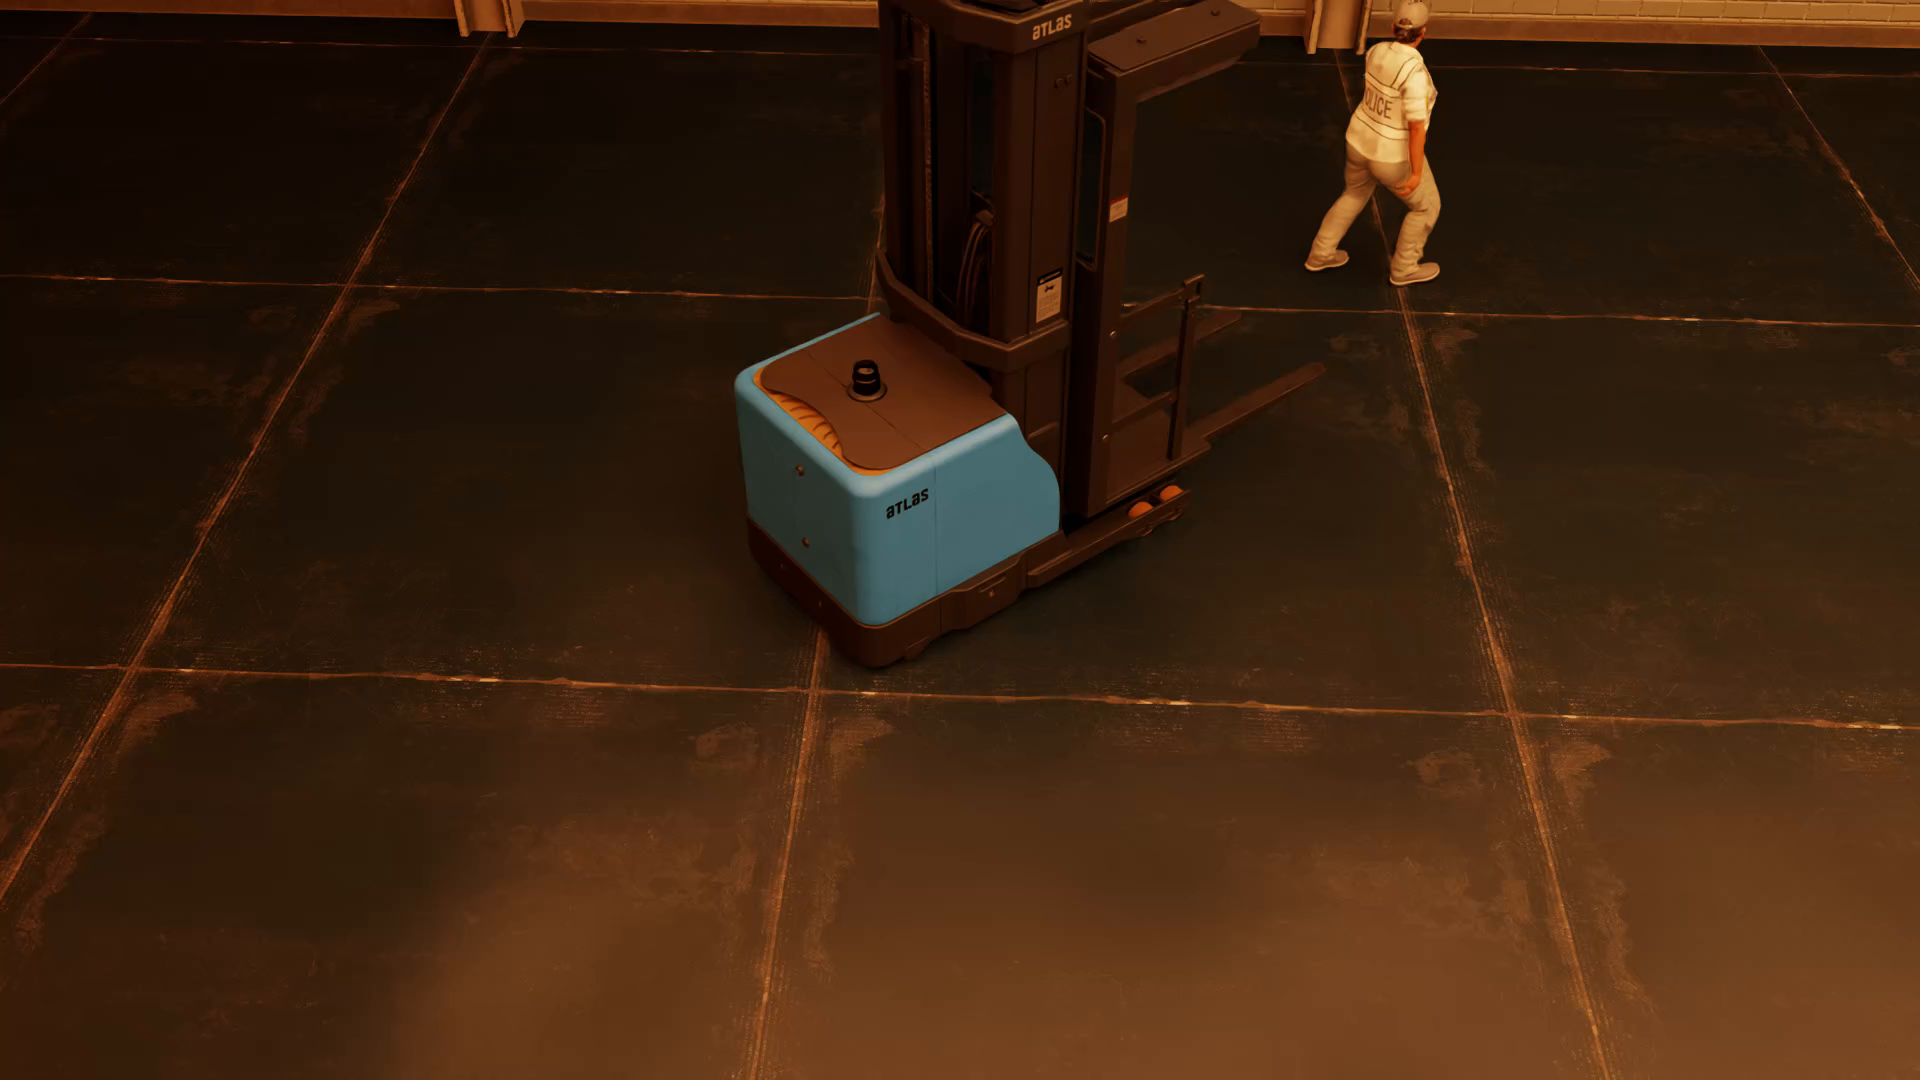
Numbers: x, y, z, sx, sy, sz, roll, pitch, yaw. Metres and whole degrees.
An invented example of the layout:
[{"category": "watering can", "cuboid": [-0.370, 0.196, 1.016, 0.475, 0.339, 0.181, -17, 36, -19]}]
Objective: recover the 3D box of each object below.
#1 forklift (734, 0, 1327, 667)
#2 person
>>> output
[{"category": "forklift", "cuboid": [0.489, -1.355, 7.227, 3.031, 2.935, 1.130, -28, 49, -27]}, {"category": "person", "cuboid": [2.369, -2.145, 9.077, 0.641, 1.613, 0.599, -19, 46, -20]}]
